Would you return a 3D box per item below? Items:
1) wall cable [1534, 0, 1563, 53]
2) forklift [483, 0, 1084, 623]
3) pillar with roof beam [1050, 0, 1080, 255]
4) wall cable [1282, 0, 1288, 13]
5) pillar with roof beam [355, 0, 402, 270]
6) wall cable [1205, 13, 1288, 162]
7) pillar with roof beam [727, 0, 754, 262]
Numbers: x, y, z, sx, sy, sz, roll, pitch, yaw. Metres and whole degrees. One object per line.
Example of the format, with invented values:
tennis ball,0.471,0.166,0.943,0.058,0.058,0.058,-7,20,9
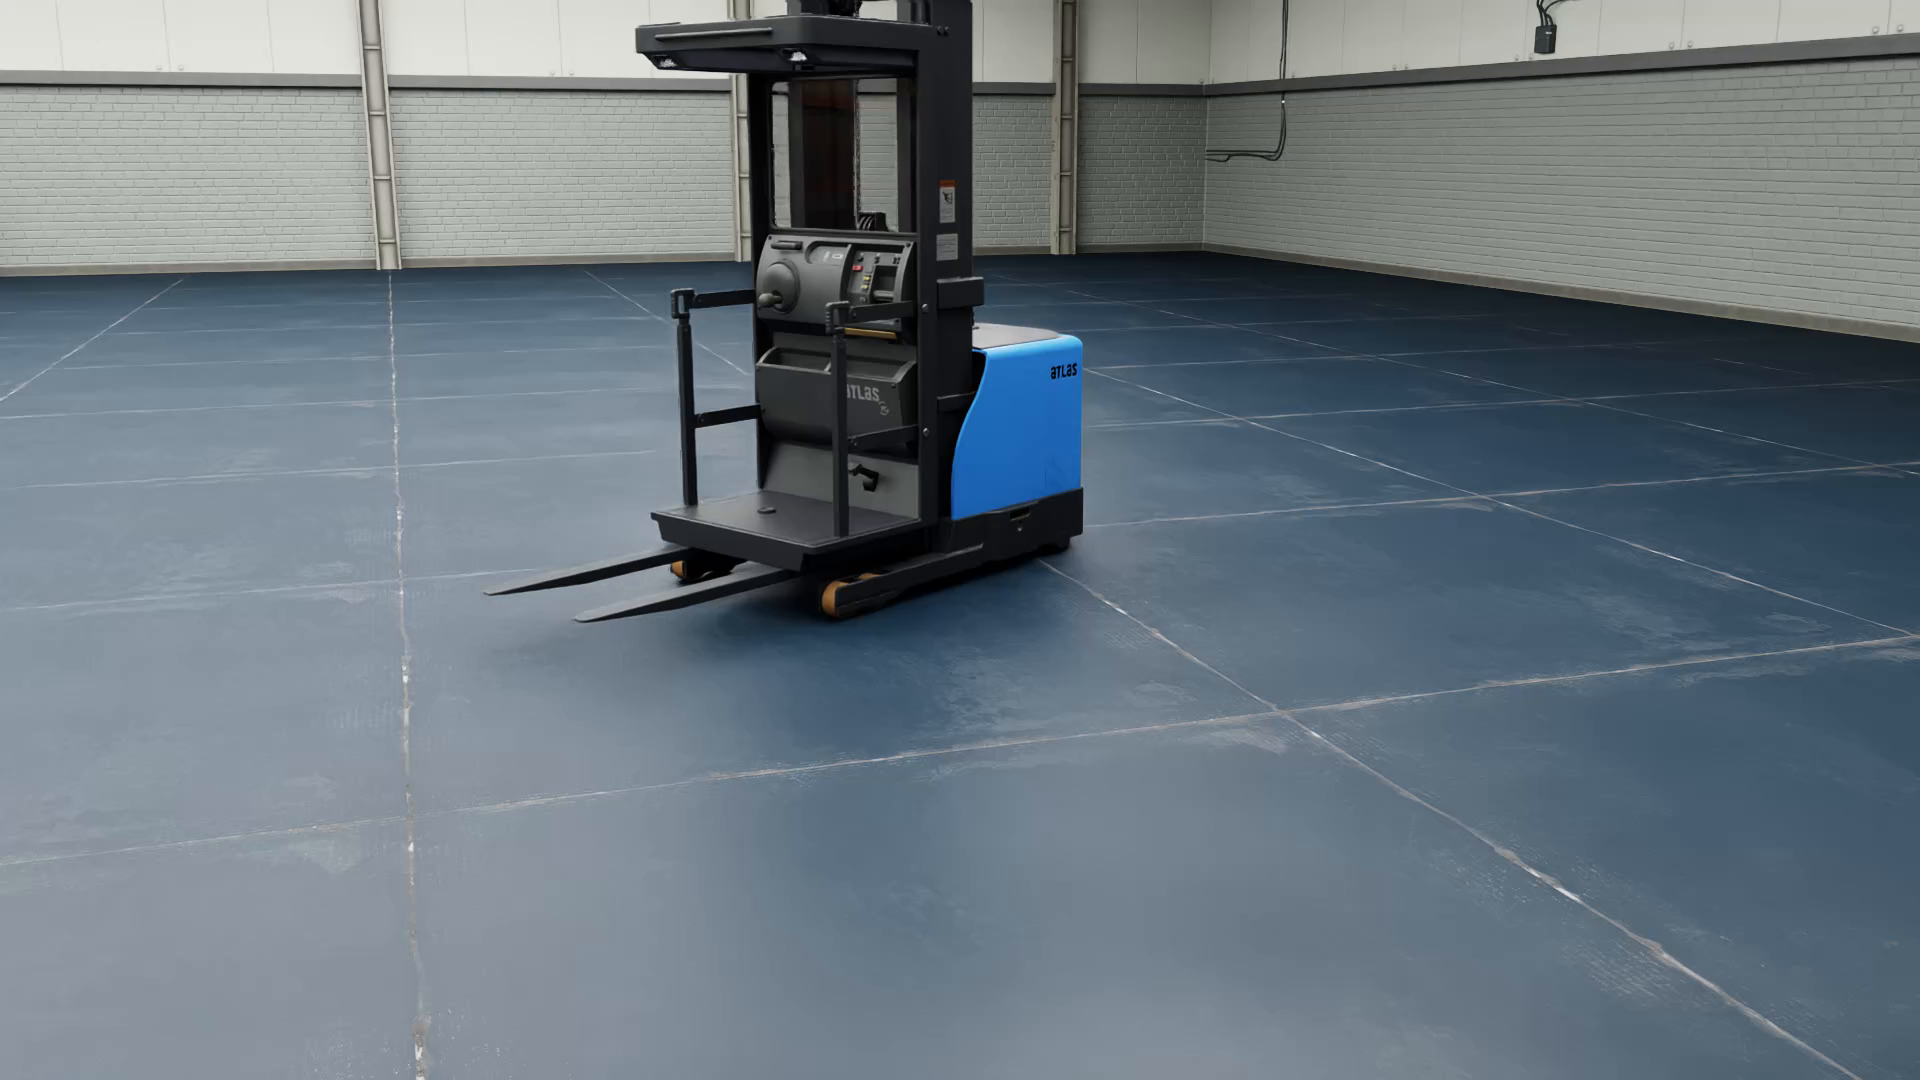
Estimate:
wall cable,8.160,-9.251,20.739,0.169,6.003,2.305,-4,14,-18
forklift,-0.713,-1.213,7.407,1.130,2.935,3.031,11,17,39
pillar with roof beam,3.306,-8.808,26.227,0.400,9.000,9.100,-4,14,-18
wall cable,6.010,-10.033,27.172,0.112,2.526,3.097,-4,14,-18
pillar with roof beam,-8.067,-7.922,22.503,0.400,9.000,9.100,-4,14,-18
wall cable,5.147,-8.169,30.250,0.112,2.526,3.097,-4,14,-18
pillar with roof beam,-2.381,-8.365,24.365,0.400,9.000,9.100,-4,14,-18
